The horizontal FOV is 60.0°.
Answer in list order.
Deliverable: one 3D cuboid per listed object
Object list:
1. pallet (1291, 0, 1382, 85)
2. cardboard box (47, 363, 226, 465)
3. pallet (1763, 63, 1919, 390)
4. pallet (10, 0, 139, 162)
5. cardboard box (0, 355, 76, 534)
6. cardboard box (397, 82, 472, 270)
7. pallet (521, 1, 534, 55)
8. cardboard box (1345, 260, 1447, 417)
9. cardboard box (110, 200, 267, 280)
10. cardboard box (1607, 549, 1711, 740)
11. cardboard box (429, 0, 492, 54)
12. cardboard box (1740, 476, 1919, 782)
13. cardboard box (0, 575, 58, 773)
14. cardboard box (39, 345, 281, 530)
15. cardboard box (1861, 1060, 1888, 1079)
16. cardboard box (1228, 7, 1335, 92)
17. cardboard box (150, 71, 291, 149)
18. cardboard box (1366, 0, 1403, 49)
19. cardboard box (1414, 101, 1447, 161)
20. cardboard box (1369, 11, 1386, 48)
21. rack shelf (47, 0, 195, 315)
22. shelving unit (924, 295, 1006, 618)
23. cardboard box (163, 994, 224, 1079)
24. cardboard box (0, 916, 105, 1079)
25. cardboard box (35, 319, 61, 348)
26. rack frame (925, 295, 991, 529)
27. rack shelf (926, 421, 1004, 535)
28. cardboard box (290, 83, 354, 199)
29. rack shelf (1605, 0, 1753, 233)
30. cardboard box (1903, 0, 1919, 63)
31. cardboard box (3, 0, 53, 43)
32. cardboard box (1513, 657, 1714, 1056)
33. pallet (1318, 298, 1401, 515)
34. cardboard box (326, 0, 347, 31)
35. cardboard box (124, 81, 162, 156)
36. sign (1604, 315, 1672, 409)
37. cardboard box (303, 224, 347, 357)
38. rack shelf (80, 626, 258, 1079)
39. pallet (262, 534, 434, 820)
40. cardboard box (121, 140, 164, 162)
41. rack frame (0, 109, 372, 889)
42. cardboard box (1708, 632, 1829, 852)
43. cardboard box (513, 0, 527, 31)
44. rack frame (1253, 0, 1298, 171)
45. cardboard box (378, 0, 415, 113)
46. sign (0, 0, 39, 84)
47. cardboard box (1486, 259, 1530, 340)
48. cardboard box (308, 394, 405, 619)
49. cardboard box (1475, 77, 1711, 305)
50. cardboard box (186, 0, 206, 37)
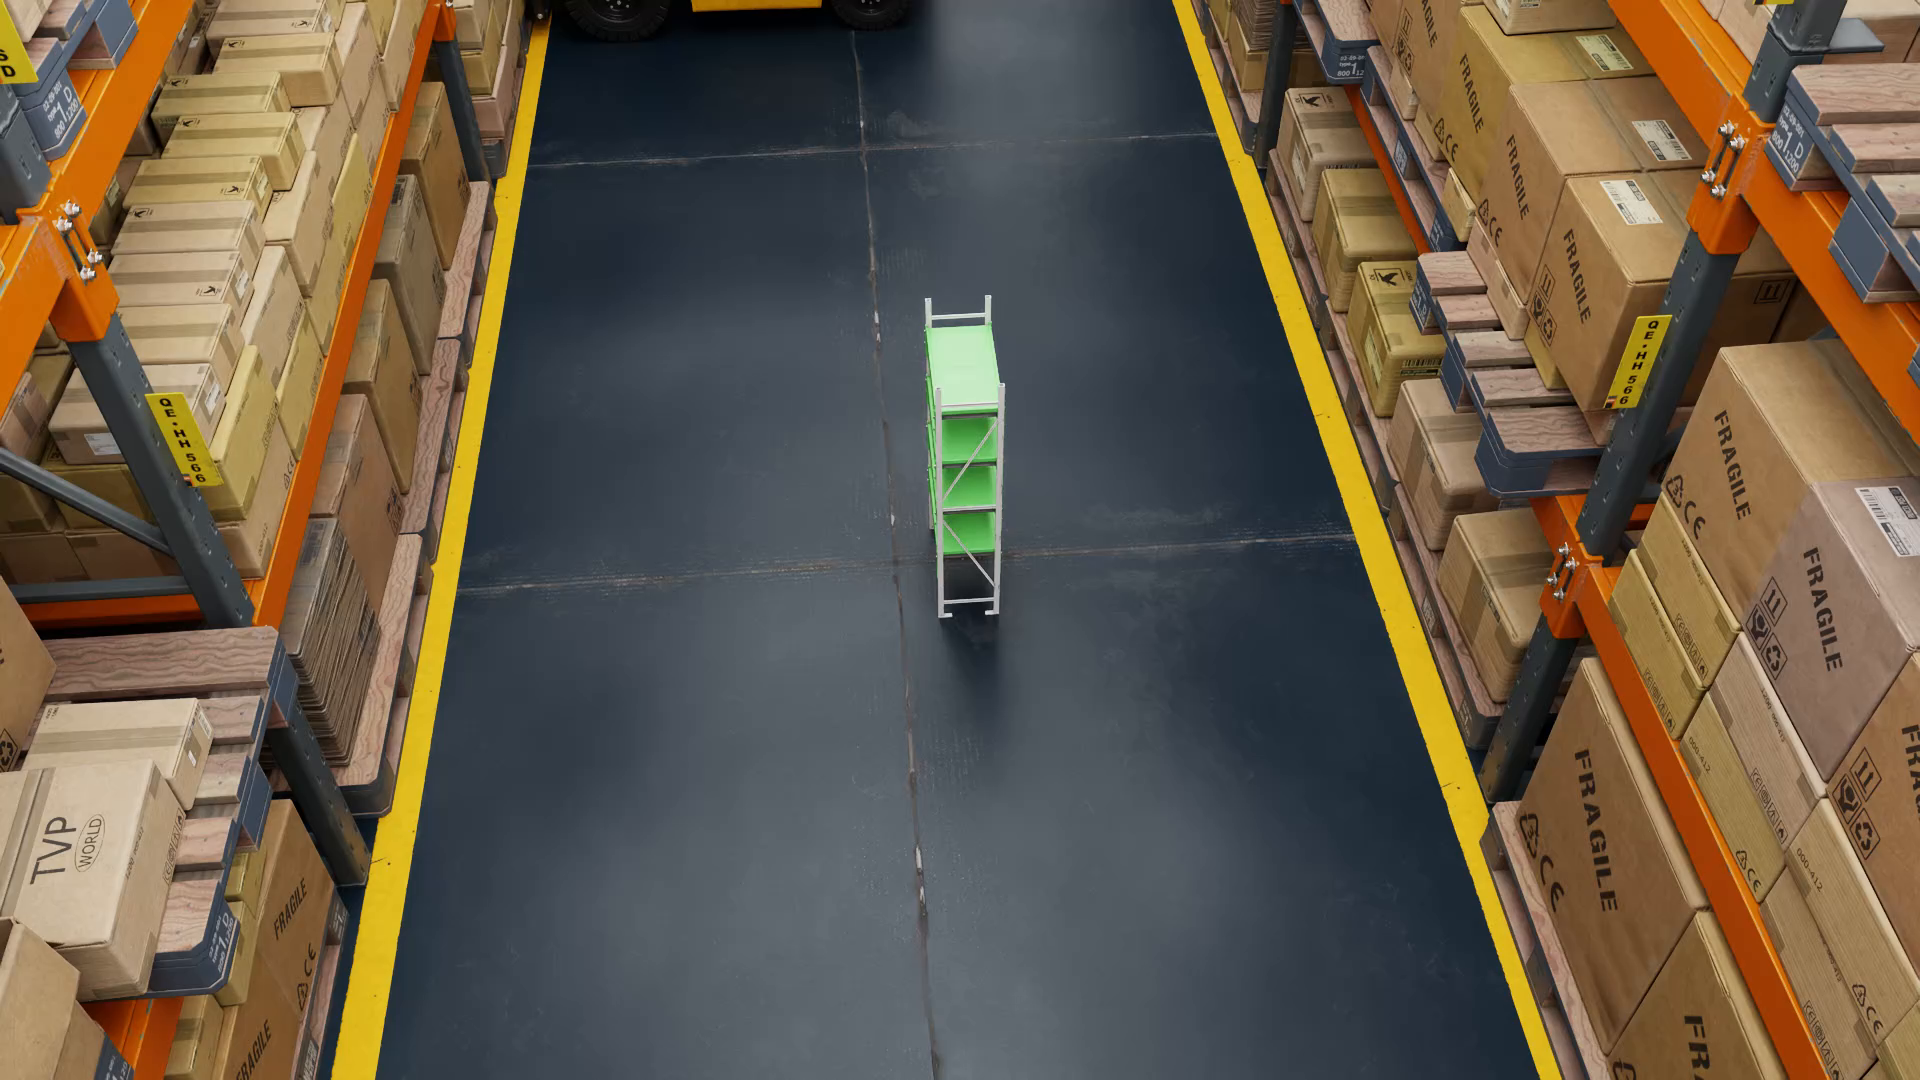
[{"bbox_3d":[1.973,-2.417,7.242,1.003,0.211,1.213,-3,47,-3],"label":"pallet"},{"bbox_3d":[-2.290,-0.353,4.639,0.380,0.149,0.250,-2,47,-2],"label":"cardboard box"},{"bbox_3d":[2.496,-0.655,3.505,1.213,0.211,1.003,-2,47,-1],"label":"pallet"},{"bbox_3d":[-2.703,-1.299,4.115,1.213,0.211,1.003,-2,47,-1],"label":"pallet"},{"bbox_3d":[-2.871,-0.275,4.840,0.500,0.250,0.500,-3,47,-2],"label":"cardboard box"},{"bbox_3d":[-2.837,-1.692,7.769,0.875,0.625,0.625,-2,47,-2],"label":"cardboard box"},{"bbox_3d":[-3.022,-3.245,9.814,1.003,0.211,1.213,-3,47,-3],"label":"pallet"},{"bbox_3d":[2.224,-0.884,7.178,0.950,0.372,0.625,-2,47,-2],"label":"cardboard box"},{"bbox_3d":[-2.395,-0.918,5.175,0.380,0.149,0.250,-3,47,-3],"label":"cardboard box"},{"bbox_3d":[2.179,0.270,4.668,0.500,0.250,0.500,-4,47,-4],"label":"cardboard box"},{"bbox_3d":[-2.619,-2.652,8.249,0.500,0.250,0.500,-4,47,-4],"label":"cardboard box"},{"bbox_3d":[2.238,0.201,3.873,0.500,0.500,0.500,-3,47,-3],"label":"cardboard box"},{"bbox_3d":[-2.669,0.356,4.125,0.500,0.500,0.500,-2,47,-1],"label":"cardboard box"},{"bbox_3d":[-2.326,-0.304,4.868,0.500,0.250,0.500,-4,47,-3],"label":"cardboard box"},{"bbox_3d":[2.323,1.377,3.620,0.500,0.250,0.500,-3,47,-3],"label":"cardboard box"},{"bbox_3d":[1.737,-2.655,8.940,0.500,0.250,0.500,-2,47,-1],"label":"cardboard box"},{"bbox_3d":[-2.527,-1.468,5.695,0.380,0.149,0.250,-3,47,-3],"label":"cardboard box"},{"bbox_3d":[1.878,-2.249,6.387,0.500,0.500,0.500,-4,47,-4],"label":"cardboard box"},{"bbox_3d":[1.919,-1.548,6.171,0.380,0.149,0.250,-5,47,-5],"label":"cardboard box"},{"bbox_3d":[1.878,-2.114,6.706,0.380,0.149,0.250,-3,47,-3],"label":"cardboard box"},{"bbox_3d":[-2.724,-2.078,5.218,1.077,0.370,4.000,-3,47,-3],"label":"rack shelf"},{"bbox_3d":[0.014,-0.293,6.337,0.258,1.200,0.503,-3,47,-3],"label":"shelving unit"},{"bbox_3d":[-2.231,1.376,4.503,0.380,0.149,0.250,-5,47,-5],"label":"cardboard box"},{"bbox_3d":[-2.236,1.143,3.377,0.797,0.503,0.637,-4,47,-4],"label":"cardboard box"},{"bbox_3d":[-2.880,-0.701,4.969,0.380,0.149,0.250,-4,47,-3],"label":"cardboard box"},{"bbox_3d":[-0.007,-0.469,6.505,0.240,1.200,0.015,-3,47,-3],"label":"rack frame"},{"bbox_3d":[0.014,-0.249,6.384,0.258,0.148,0.480,-3,47,-3],"label":"rack shelf"},{"bbox_3d":[-2.485,-1.413,5.918,0.500,0.250,0.500,-3,47,-3],"label":"cardboard box"},{"bbox_3d":[2.222,-2.382,5.506,1.077,0.370,4.000,-3,47,-3],"label":"rack shelf"},{"bbox_3d":[2.532,-1.334,4.191,0.380,0.149,0.250,-3,47,-3],"label":"cardboard box"},{"bbox_3d":[-2.283,-1.247,3.739,0.380,0.166,0.250,-4,47,-3],"label":"cardboard box"},{"bbox_3d":[2.364,0.940,5.104,0.875,0.875,0.875,-4,47,-4],"label":"cardboard box"},{"bbox_3d":[2.226,-0.638,7.346,1.003,0.211,1.213,-3,47,-3],"label":"pallet"},{"bbox_3d":[-2.520,-2.023,6.221,0.380,0.149,0.250,-4,47,-4],"label":"cardboard box"},{"bbox_3d":[-2.933,-1.437,5.666,0.380,0.149,0.250,-2,47,-2],"label":"cardboard box"},{"bbox_3d":[1.849,-0.482,4.534,0.100,0.325,0.005,-3,47,-3],"label":"sign"},{"bbox_3d":[-2.438,-0.867,5.745,0.500,0.250,0.500,-5,47,-5],"label":"cardboard box"},{"bbox_3d":[-2.389,1.848,3.566,1.077,0.370,4.000,-3,47,-3],"label":"rack shelf"},{"bbox_3d":[-2.587,0.514,6.254,1.003,0.211,1.213,-3,47,-3],"label":"pallet"},{"bbox_3d":[-2.990,-1.372,5.879,0.500,0.250,0.500,-4,47,-4],"label":"cardboard box"},{"bbox_3d":[-2.557,0.153,4.675,1.000,3.000,0.127,-3,47,-3],"label":"rack frame"},{"bbox_3d":[2.228,0.484,4.121,0.500,0.250,0.500,-2,47,-2],"label":"cardboard box"},{"bbox_3d":[-2.719,-3.047,9.311,0.500,0.250,0.500,-3,47,-3],"label":"cardboard box"},{"bbox_3d":[2.054,-3.045,7.704,1.000,3.000,0.127,-3,47,-3],"label":"rack frame"},{"bbox_3d":[-2.541,-1.977,6.796,0.500,0.250,0.500,-4,47,-4],"label":"cardboard box"},{"bbox_3d":[-2.016,-1.087,3.428,0.100,0.325,0.005,-3,47,-3],"label":"sign"},{"bbox_3d":[1.967,-0.801,5.463,0.380,0.149,0.250,-4,47,-4],"label":"cardboard box"},{"bbox_3d":[-2.658,-0.099,6.260,0.875,0.625,0.625,-2,47,-2],"label":"cardboard box"},{"bbox_3d":[2.020,-1.117,5.316,0.500,0.500,0.500,-4,47,-4],"label":"cardboard box"},{"bbox_3d":[-3.048,-1.988,6.187,0.380,0.149,0.250,-4,47,-3],"label":"cardboard box"}]
